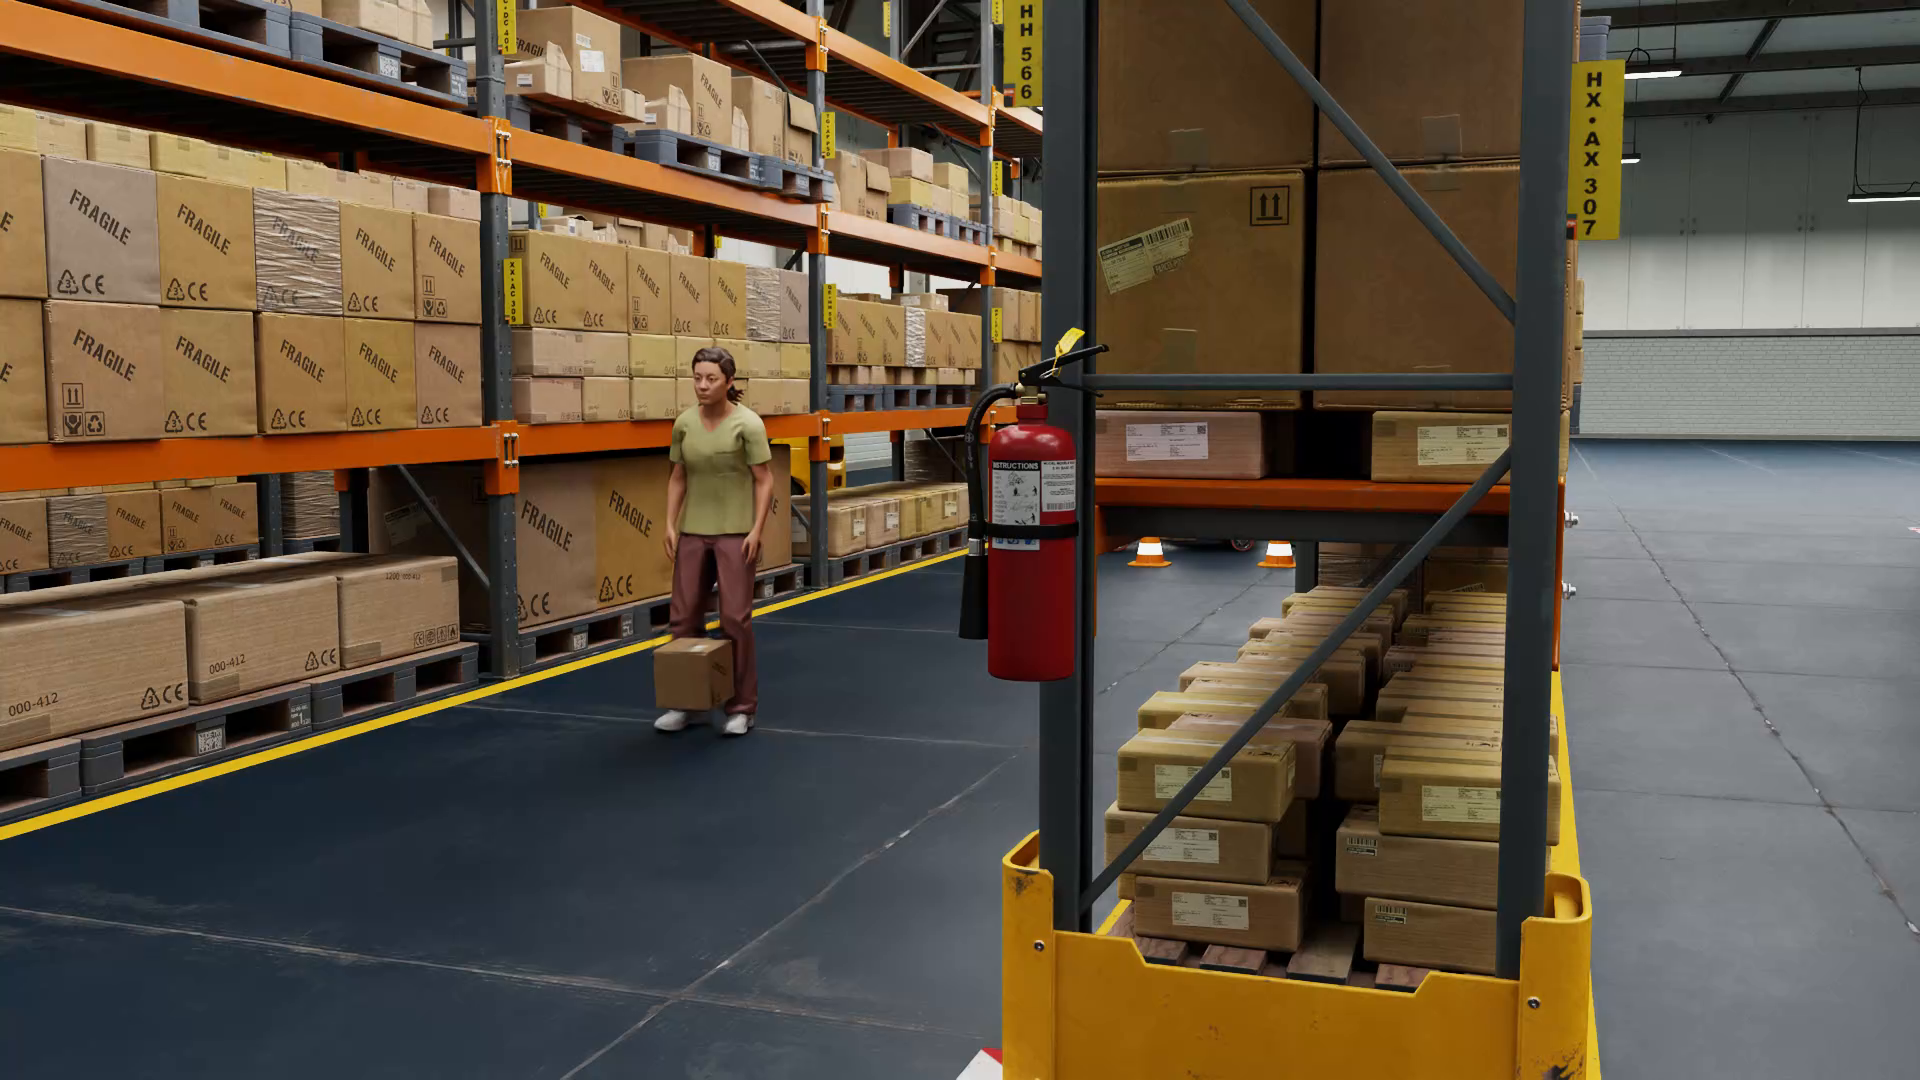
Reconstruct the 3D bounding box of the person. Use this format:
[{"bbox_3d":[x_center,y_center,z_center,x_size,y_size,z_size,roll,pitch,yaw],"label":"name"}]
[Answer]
[{"bbox_3d":[-1.063,-0.003,7.234,0.488,1.674,0.362,2,6,17],"label":"person"}]
